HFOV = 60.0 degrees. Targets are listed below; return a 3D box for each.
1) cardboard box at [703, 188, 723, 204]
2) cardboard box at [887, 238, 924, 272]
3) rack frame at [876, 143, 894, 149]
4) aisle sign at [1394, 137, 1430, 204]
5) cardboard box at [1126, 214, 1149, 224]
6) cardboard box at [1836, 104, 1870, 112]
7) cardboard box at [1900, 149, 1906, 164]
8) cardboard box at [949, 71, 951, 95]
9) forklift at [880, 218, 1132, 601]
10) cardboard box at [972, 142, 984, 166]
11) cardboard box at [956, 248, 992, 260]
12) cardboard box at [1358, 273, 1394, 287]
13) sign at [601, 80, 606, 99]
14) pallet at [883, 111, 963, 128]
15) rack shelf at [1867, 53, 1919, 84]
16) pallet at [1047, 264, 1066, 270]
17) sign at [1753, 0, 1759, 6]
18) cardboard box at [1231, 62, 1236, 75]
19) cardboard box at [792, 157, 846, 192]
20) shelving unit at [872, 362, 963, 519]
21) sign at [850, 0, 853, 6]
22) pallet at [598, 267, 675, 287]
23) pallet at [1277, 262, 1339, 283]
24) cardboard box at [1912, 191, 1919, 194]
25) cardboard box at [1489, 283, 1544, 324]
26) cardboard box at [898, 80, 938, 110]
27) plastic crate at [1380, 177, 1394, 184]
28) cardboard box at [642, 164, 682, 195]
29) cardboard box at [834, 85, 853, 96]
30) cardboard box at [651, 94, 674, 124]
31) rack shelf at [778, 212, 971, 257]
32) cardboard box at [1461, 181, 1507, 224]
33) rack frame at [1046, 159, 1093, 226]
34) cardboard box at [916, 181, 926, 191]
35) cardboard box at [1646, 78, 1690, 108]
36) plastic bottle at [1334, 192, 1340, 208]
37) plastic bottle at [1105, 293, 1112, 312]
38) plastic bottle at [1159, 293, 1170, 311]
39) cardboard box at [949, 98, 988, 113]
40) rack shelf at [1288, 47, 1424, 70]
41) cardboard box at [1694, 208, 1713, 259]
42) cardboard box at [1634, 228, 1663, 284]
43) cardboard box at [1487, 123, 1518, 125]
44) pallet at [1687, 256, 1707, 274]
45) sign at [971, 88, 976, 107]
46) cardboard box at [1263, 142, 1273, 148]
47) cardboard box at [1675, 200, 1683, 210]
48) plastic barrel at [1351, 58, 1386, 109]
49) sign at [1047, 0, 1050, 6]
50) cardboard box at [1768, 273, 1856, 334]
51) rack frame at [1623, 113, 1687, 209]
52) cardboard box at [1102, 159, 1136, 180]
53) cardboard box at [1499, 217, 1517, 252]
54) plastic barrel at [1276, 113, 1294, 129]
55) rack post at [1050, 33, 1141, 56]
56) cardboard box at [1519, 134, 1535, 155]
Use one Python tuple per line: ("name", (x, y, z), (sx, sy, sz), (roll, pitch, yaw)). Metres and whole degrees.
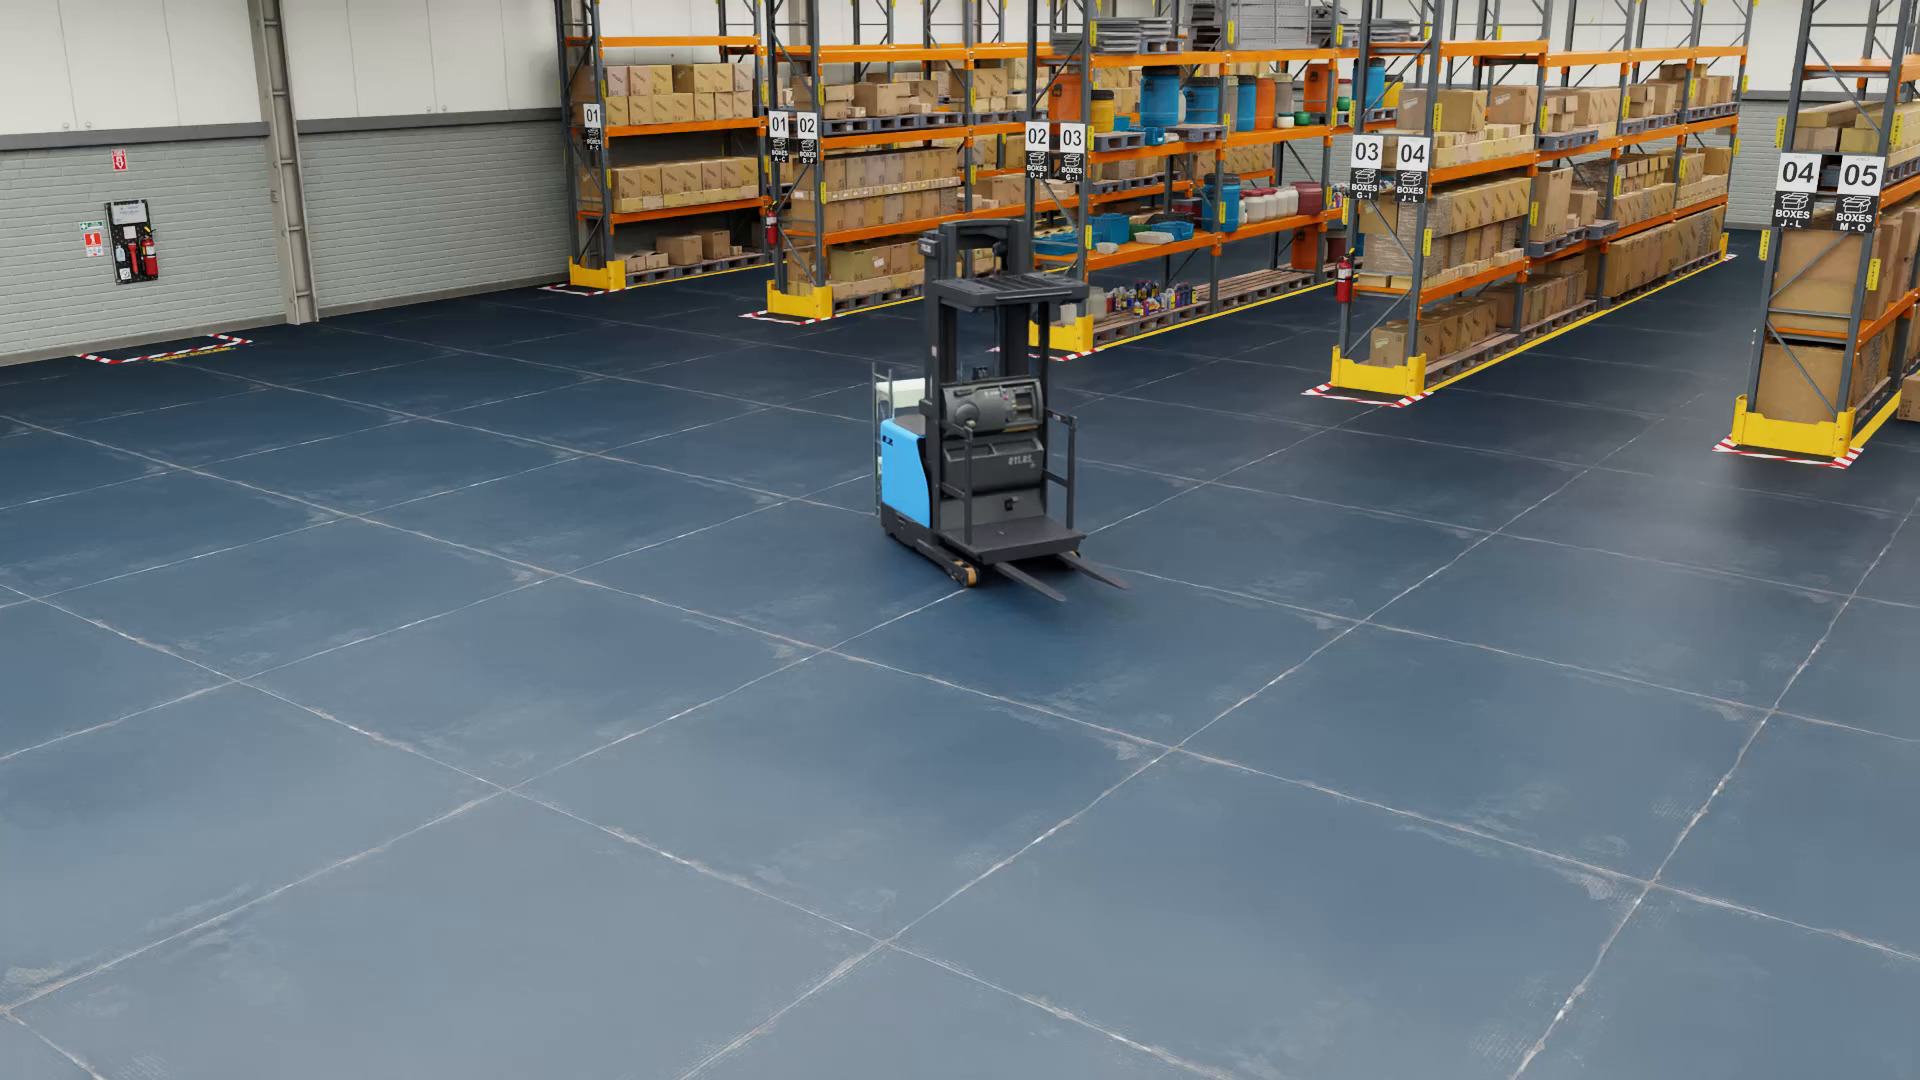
("cardboard box", (-4.826, -6.486, 31.296), (0.500, 0.250, 0.500), (12, 21, 34))
("cardboard box", (-0.918, -4.939, 28.760), (0.500, 0.500, 0.500), (12, 21, 35))
("rack frame", (-1.813, -7.906, 35.653), (1.000, 3.000, 0.127), (12, 21, 35))
("aisle sign", (5.559, -4.549, 20.457), (0.394, 0.787, 0.004), (12, 21, 35))
("cardboard box", (3.586, -6.476, 34.518), (0.500, 0.500, 0.500), (12, 21, 33))
("cardboard box", (10.565, -5.099, 19.757), (0.380, 0.149, 0.250), (13, 21, 35))
("cardboard box", (10.191, -4.241, 18.339), (0.380, 0.149, 0.250), (13, 21, 35))
("cardboard box", (-0.322, -10.215, 37.119), (0.700, 0.500, 0.500), (12, 21, 34))
("forklift", (0.385, -1.157, 14.032), (1.130, 2.935, 3.031), (-9, 19, -26))
("cardboard box", (0.202, -8.781, 37.764), (0.500, 0.500, 0.500), (13, 21, 35))
("cardboard box", (0.231, -5.289, 30.206), (0.500, 0.311, 0.500), (13, 21, 35))
("cardboard box", (5.359, -3.360, 21.434), (0.380, 0.149, 0.250), (12, 21, 35))
("sign", (-6.144, -7.755, 28.634), (0.100, 0.325, 0.005), (12, 21, 35))
("pallet", (-0.703, -7.262, 28.668), (1.003, 0.211, 1.213), (12, 21, 35))
("rack shelf", (12.853, -6.234, 22.039), (1.077, 0.370, 4.000), (12, 21, 35))
("pallet", (1.646, -5.511, 32.641), (1.003, 0.211, 1.213), (12, 21, 35))
("sign", (15.315, -10.436, 31.973), (0.100, 0.325, 0.005), (12, 21, 35))
("cardboard box", (5.691, -10.425, 36.851), (0.700, 0.500, 0.500), (12, 21, 35))
("cardboard box", (-2.279, -5.915, 26.885), (0.700, 0.500, 0.500), (13, 21, 35))
("shelving unit", (-0.394, -0.942, 15.753), (0.755, 1.500, 0.431), (-9, 19, -26))
("sign", (-2.261, -11.390, 34.914), (0.100, 0.325, 0.005), (12, 21, 35))
("pallet", (-6.022, -4.875, 30.592), (1.003, 0.211, 1.213), (12, 21, 35))
("pallet", (6.580, -5.019, 31.057), (1.003, 0.211, 1.213), (12, 21, 35))
("cardboard box", (13.165, -4.557, 23.012), (0.700, 0.500, 0.500), (12, 21, 34))
("cardboard box", (8.421, -3.597, 25.248), (0.700, 0.500, 0.500), (12, 21, 34))
("cardboard box", (-0.727, -7.754, 28.990), (0.500, 0.500, 0.500), (15, 22, 39))
("plastic crate", (8.531, -7.301, 33.629), (0.392, 0.384, 0.575), (12, 21, 35))
("cardboard box", (-5.438, -6.596, 30.386), (0.500, 0.500, 0.500), (12, 21, 33))
("cardboard box", (-2.660, -9.105, 34.248), (0.797, 0.503, 0.637), (16, 24, 42))
("cardboard box", (-5.525, -7.772, 29.960), (0.500, 0.500, 0.500), (14, 22, 37))
("rack shelf", (-1.407, -5.259, 28.341), (1.077, 0.370, 4.000), (12, 21, 35))
("cardboard box", (7.095, -4.601, 22.653), (0.500, 0.500, 0.500), (12, 21, 35))
("rack frame", (2.168, -7.032, 32.837), (1.000, 3.000, 0.127), (12, 21, 35))
("cardboard box", (-0.813, -6.092, 28.548), (0.380, 0.149, 0.250), (12, 21, 34))
("cardboard box", (12.923, -8.159, 30.362), (0.700, 0.500, 0.500), (11, 20, 31))
("plastic bottle", (6.894, -6.216, 30.406), (0.061, 0.283, 0.133), (12, 21, 35))
("plastic bottle", (2.291, -3.730, 26.054), (0.152, 0.276, 0.135), (13, 21, 35))
("plastic bottle", (3.201, -3.748, 26.111), (0.152, 0.276, 0.135), (13, 21, 36))
("cardboard box", (0.159, -7.786, 29.751), (0.500, 0.250, 0.500), (15, 23, 40))
("rack shelf", (7.335, -8.963, 30.825), (1.077, 0.370, 4.000), (12, 21, 35))
("cardboard box", (14.029, -5.989, 32.351), (0.875, 0.875, 0.875), (12, 21, 35))
("cardboard box", (11.608, -5.050, 29.329), (1.225, 0.875, 0.875), (12, 21, 33))
("cardboard box", (7.544, -5.703, 23.080), (0.380, 0.149, 0.250), (13, 21, 35))
("pallet", (13.747, -5.361, 32.157), (1.003, 0.211, 1.213), (12, 21, 35))
("sign", (0.231, -7.699, 28.921), (0.100, 0.325, 0.005), (12, 21, 35))
("cardboard box", (6.890, -9.308, 38.311), (0.500, 0.500, 0.500), (12, 21, 34))
("cardboard box", (12.948, -6.125, 30.339), (0.380, 0.149, 0.250), (12, 21, 35))
("plastic barrel", (7.633, -8.547, 31.105), (0.600, 0.901, 0.708), (12, 21, 35))
("sign", (1.726, -10.475, 32.098), (0.100, 0.325, 0.005), (12, 21, 35))
("cardboard box", (9.463, -2.643, 18.449), (0.875, 0.550, 0.550), (12, 21, 35))
("rack frame", (12.505, -6.233, 30.265), (1.000, 3.000, 0.127), (12, 21, 35))
("cardboard box", (3.151, -7.634, 33.899), (0.500, 0.500, 0.700), (-15, 23, -40))
("cardboard box", (7.420, -4.421, 23.760), (0.875, 0.500, 0.500), (12, 21, 35))
("plastic barrel", (5.573, -7.178, 28.483), (0.301, 0.262, 0.301), (0, 17, 0))
("rack post", (1.930, -7.034, 23.571), (0.937, 0.300, 0.954), (15, 23, 40))
("cardboard box", (7.676, -5.534, 23.208), (0.500, 0.250, 0.500), (13, 22, 37))
